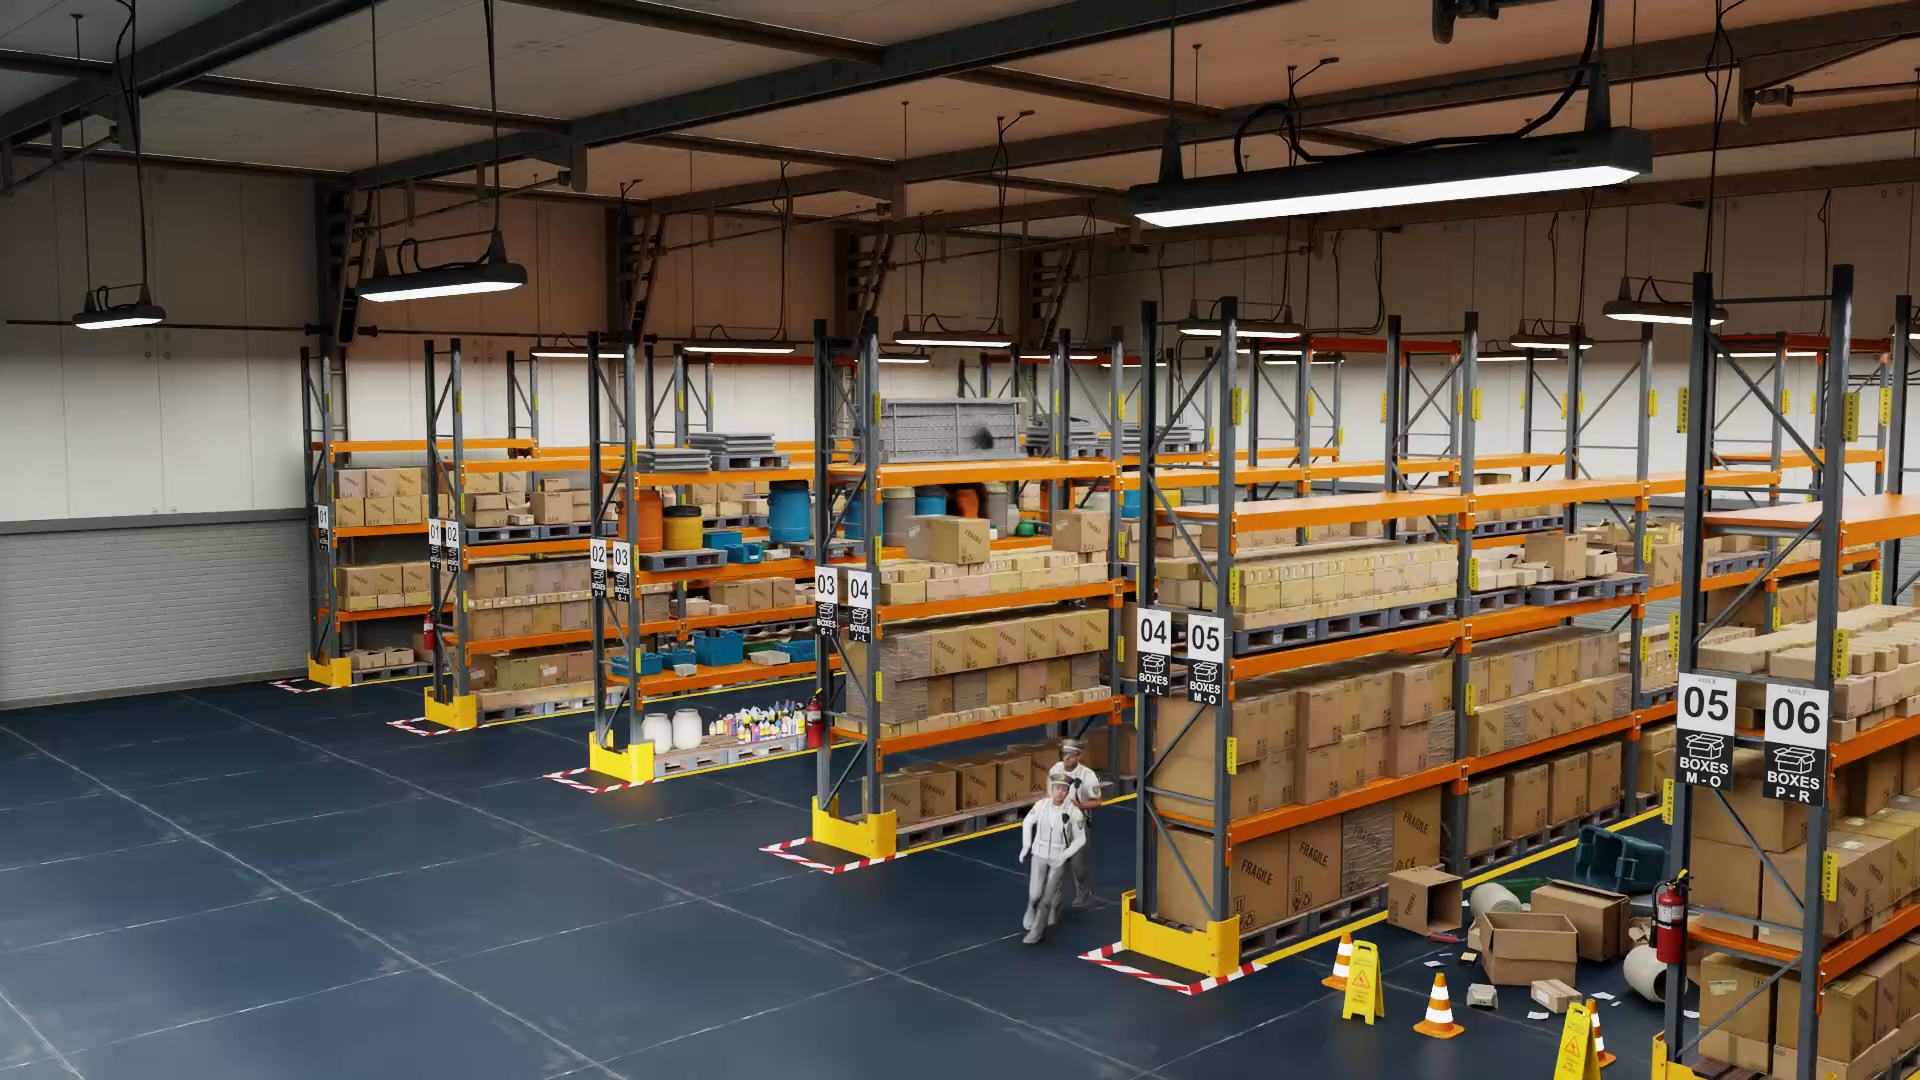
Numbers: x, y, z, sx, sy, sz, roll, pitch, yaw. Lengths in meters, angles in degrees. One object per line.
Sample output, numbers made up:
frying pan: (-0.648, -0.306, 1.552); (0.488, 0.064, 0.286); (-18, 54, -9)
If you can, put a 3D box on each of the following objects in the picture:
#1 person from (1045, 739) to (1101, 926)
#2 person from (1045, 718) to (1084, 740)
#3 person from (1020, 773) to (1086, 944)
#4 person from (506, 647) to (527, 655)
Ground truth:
person: (1.092, 2.853, 16.378); (0.641, 1.849, 0.804); (2, 5, 21)
person: (1.485, 2.170, 23.979); (0.682, 1.840, 0.802); (5, 7, 43)
person: (0.859, 2.986, 15.567); (0.631, 1.626, 0.512); (1, 5, 12)
person: (-7.655, 1.787, 28.917); (0.740, 1.717, 0.699); (3, 6, 34)
